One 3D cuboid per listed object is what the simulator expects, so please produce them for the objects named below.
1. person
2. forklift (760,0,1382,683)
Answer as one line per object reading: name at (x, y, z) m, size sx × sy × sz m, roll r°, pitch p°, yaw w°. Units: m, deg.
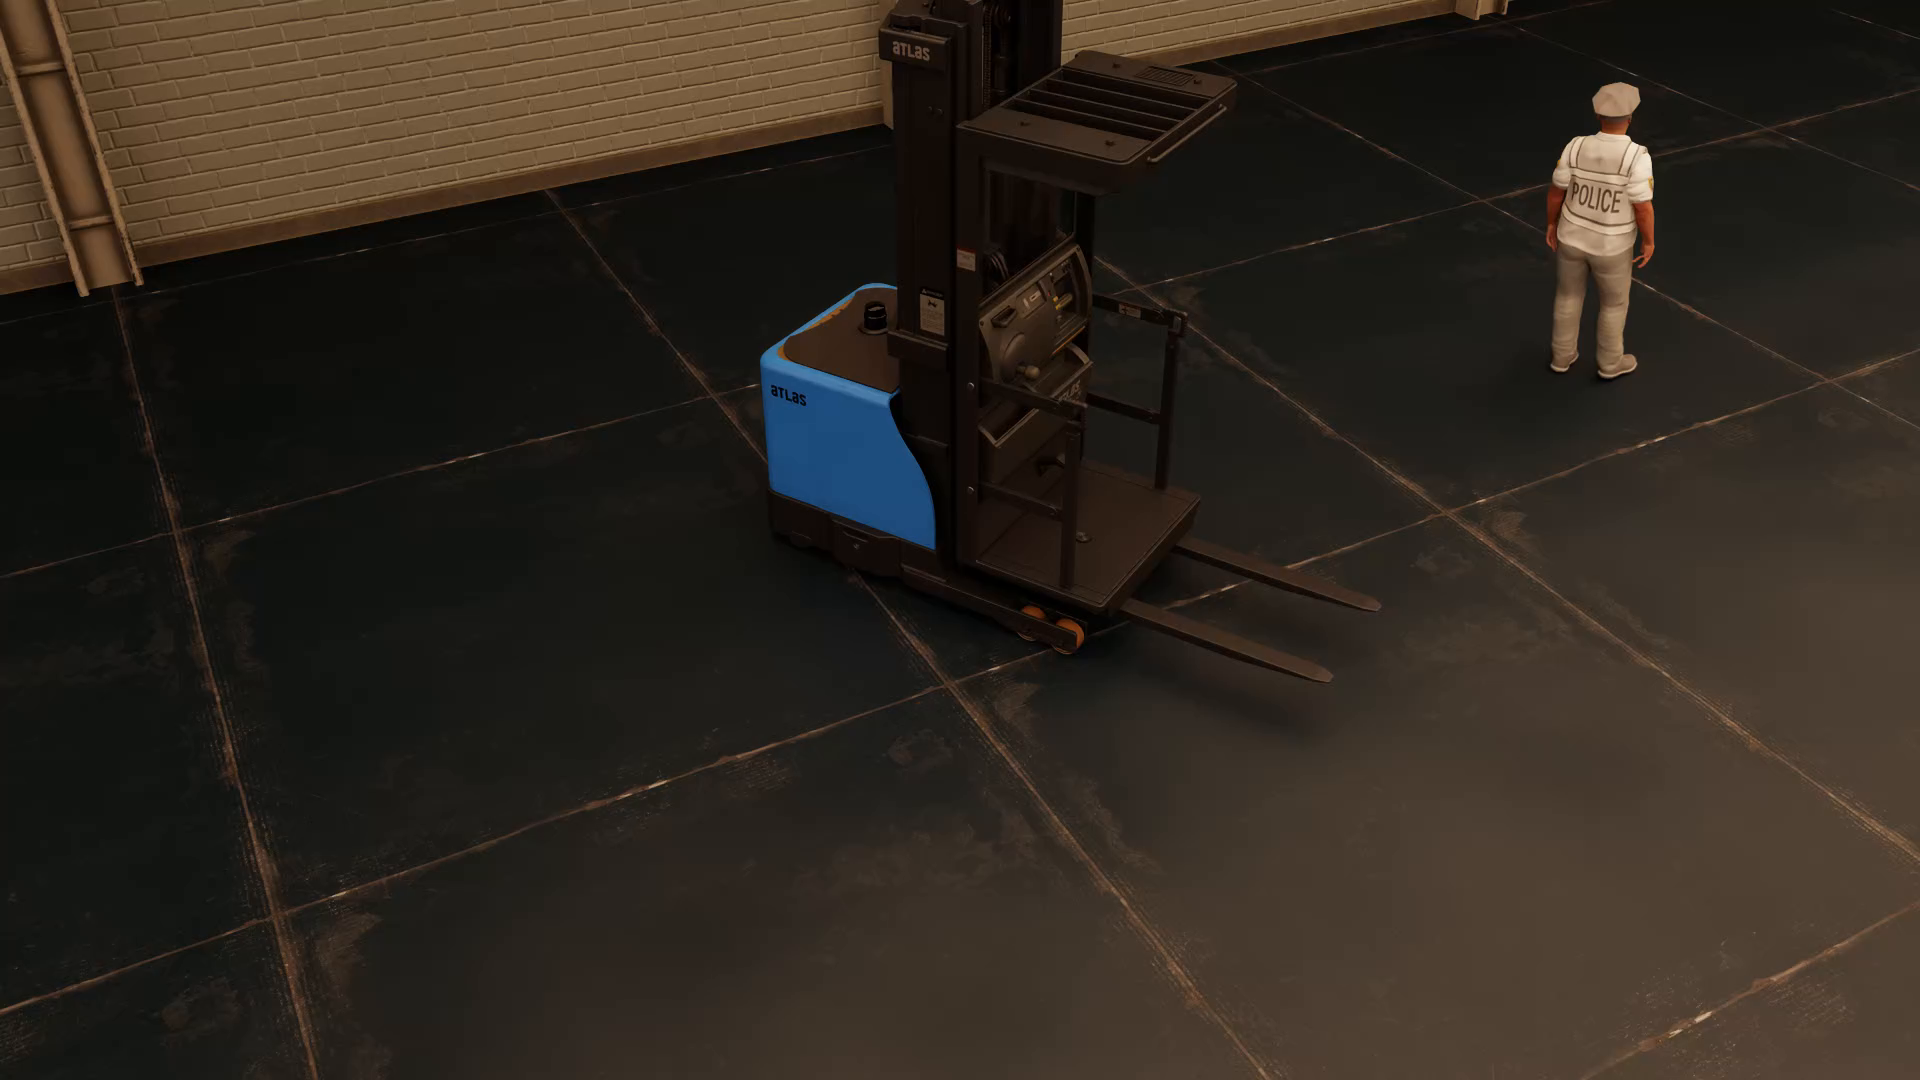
person at (3.728, -1.787, 9.635) m, size 0.639 × 1.779 × 0.575 m, roll 26°, pitch 43°, yaw 32°
forklift at (0.530, -1.007, 7.547) m, size 3.031 × 2.935 × 1.130 m, roll 20°, pitch 40°, yaw 26°
